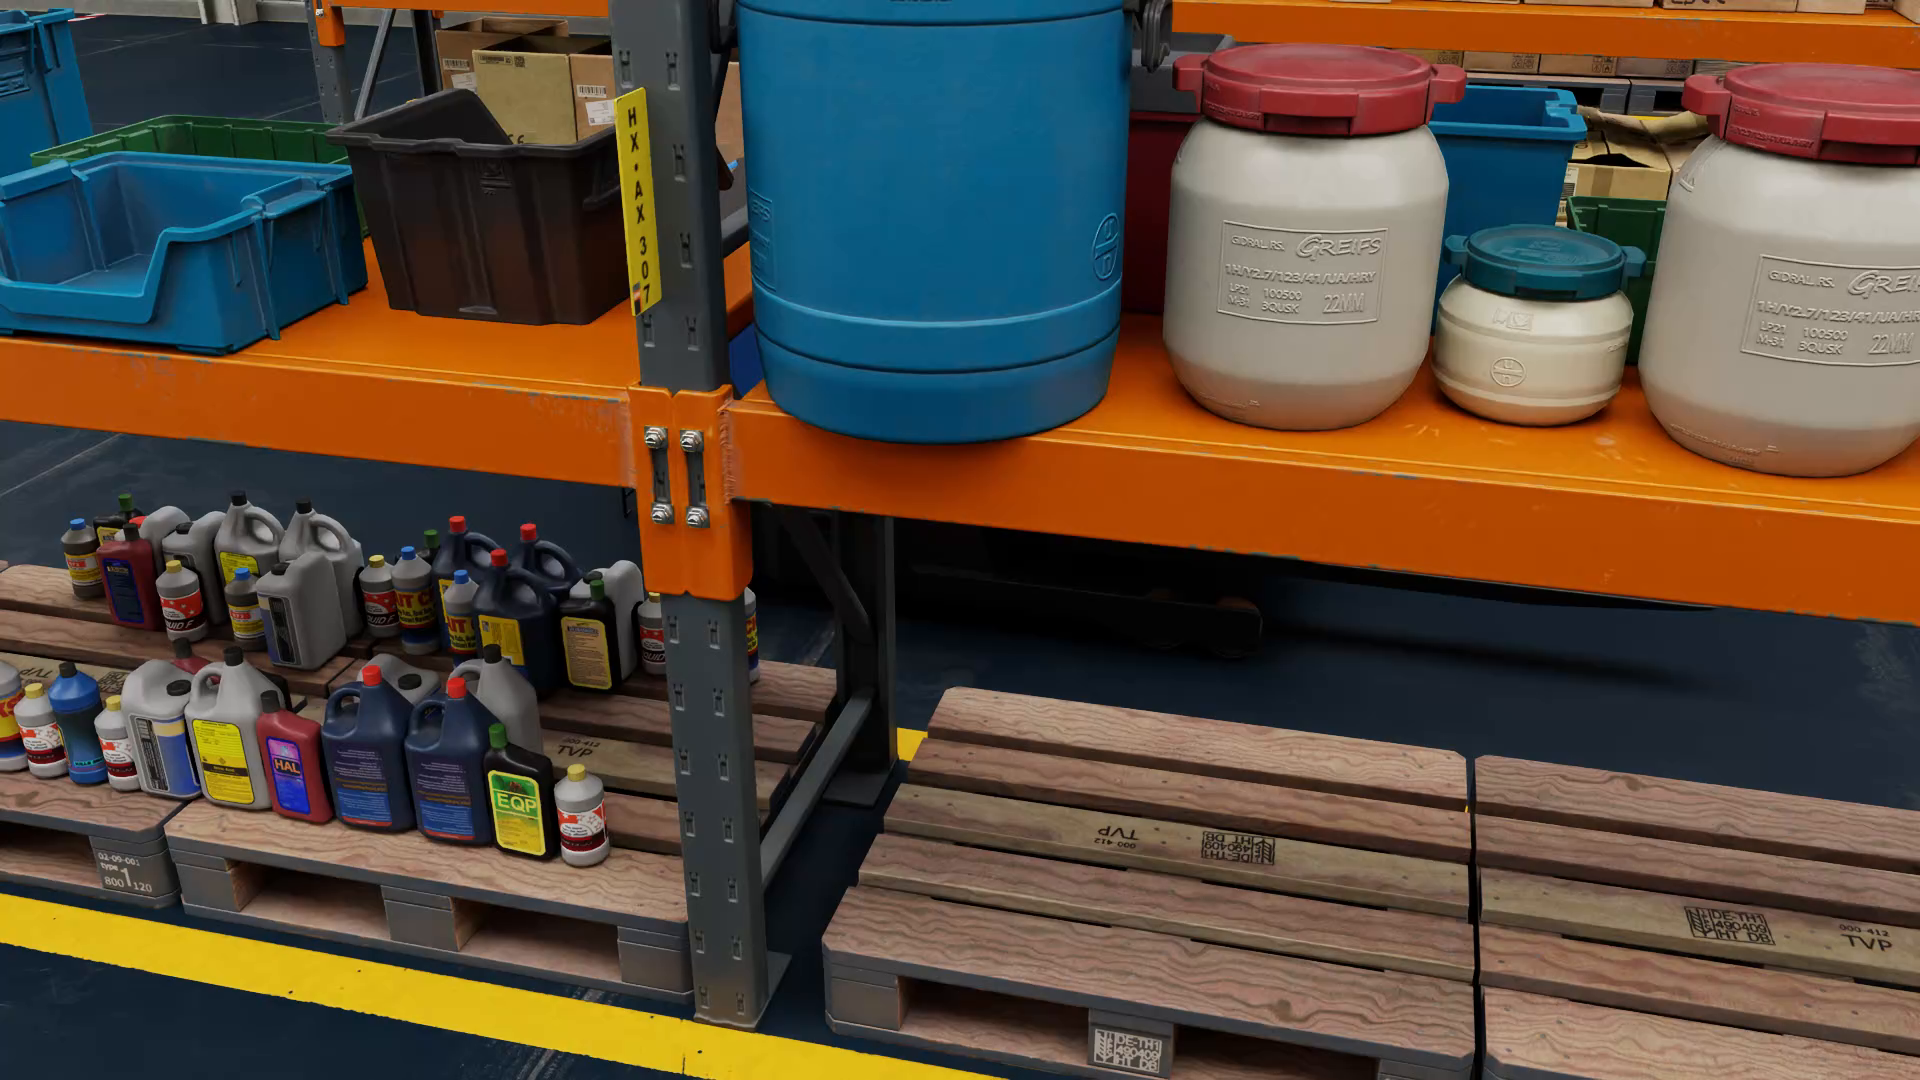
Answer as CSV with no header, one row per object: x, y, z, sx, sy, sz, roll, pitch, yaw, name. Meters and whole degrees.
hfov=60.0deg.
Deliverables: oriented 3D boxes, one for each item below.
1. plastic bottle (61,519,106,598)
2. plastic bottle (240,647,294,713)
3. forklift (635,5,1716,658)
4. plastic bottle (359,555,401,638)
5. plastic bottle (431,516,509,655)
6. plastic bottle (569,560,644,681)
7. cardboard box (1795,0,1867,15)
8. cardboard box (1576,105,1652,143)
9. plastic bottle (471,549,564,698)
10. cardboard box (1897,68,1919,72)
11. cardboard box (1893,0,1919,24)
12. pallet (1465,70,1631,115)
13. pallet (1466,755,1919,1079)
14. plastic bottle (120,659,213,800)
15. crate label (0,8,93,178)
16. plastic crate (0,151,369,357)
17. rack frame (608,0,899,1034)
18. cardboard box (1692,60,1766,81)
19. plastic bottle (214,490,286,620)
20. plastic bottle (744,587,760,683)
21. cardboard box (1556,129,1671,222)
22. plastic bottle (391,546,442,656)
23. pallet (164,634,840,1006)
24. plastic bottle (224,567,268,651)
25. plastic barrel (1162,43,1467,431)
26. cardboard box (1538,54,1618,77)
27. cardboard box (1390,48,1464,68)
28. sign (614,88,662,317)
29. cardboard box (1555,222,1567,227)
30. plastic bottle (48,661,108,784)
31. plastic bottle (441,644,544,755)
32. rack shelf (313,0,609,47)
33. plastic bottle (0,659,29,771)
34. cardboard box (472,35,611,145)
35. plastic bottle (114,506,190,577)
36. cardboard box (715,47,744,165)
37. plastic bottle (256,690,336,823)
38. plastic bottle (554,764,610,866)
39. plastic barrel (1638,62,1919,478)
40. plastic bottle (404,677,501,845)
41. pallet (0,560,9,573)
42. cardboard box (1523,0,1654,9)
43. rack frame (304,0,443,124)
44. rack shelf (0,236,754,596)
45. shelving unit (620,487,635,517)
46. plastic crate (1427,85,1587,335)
-2.322,0.042,4.417,0.097,0.201,0.097,0,25,0,plastic bottle
-1.529,0.369,3.633,0.133,0.283,0.061,6,26,13,plastic bottle
0.609,-1.253,4.471,3.031,2.935,1.130,7,26,14,forklift
-1.465,0.136,4.218,0.097,0.201,0.097,0,25,0,plastic bottle
-1.197,0.109,4.102,0.185,0.351,0.144,5,26,11,plastic bottle
-0.855,0.182,4.035,0.135,0.276,0.152,7,26,15,plastic bottle
3.526,-2.242,6.763,0.250,0.149,0.380,8,27,17,cardboard box
2.839,-1.785,7.568,0.500,0.311,0.500,6,26,12,cardboard box
-1.050,0.189,3.933,0.185,0.351,0.144,6,26,13,plastic bottle
6.685,-3.391,10.895,0.750,0.750,0.750,6,26,12,cardboard box
3.836,-2.110,6.486,0.250,0.149,0.380,6,26,13,cardboard box
4.071,-3.262,11.856,1.213,0.211,1.003,6,26,13,pallet
1.620,0.848,3.224,1.213,0.211,1.003,6,26,13,pallet
-1.686,0.399,3.579,0.135,0.276,0.152,7,26,14,plastic bottle
-2.360,-0.969,3.754,0.616,0.435,0.502,6,26,13,crate label
-1.475,-0.547,3.083,0.616,0.251,0.499,6,26,13,plastic crate
-0.336,-0.609,3.040,0.127,3.000,1.000,6,26,13,rack frame
5.295,-3.431,11.363,0.500,0.500,0.700,7,26,14,cardboard box
-1.789,0.043,4.239,0.185,0.351,0.144,7,26,15,plastic bottle
-0.535,0.208,3.987,0.097,0.271,0.097,0,25,0,plastic bottle
2.729,-1.560,7.095,0.500,0.311,0.500,7,26,14,cardboard box
-1.349,0.145,4.119,0.097,0.271,0.097,0,25,0,plastic bottle
-0.976,0.561,3.827,1.213,0.211,1.003,6,26,13,pallet
-1.776,0.166,4.156,0.097,0.201,0.097,0,25,0,plastic bottle
0.536,-0.477,2.604,0.433,0.535,0.433,0,25,0,plastic barrel
4.337,-3.576,11.667,0.500,0.500,0.700,6,26,13,cardboard box
3.362,-3.697,11.923,0.500,0.500,0.700,6,26,12,cardboard box
-0.483,-0.506,2.502,0.005,0.325,0.100,6,26,13,sign
2.720,-1.308,7.219,0.500,0.250,0.500,7,26,14,cardboard box
-1.906,0.389,3.606,0.097,0.271,0.097,0,25,0,plastic bottle
-0.995,0.379,3.534,0.185,0.351,0.144,6,26,13,plastic bottle
-1.035,-2.560,7.975,4.000,0.370,1.077,6,26,13,rack shelf
-2.102,0.367,3.651,0.097,0.271,0.097,0,25,0,plastic bottle
-2.024,-2.183,8.184,0.500,0.500,0.500,6,26,13,cardboard box
-2.084,0.046,4.320,0.135,0.276,0.152,7,26,13,plastic bottle
-1.056,-2.074,7.955,0.500,0.500,0.500,6,26,13,cardboard box
-1.385,0.449,3.465,0.133,0.283,0.061,8,27,16,plastic bottle
-0.765,0.547,3.356,0.097,0.201,0.097,0,25,0,plastic bottle
1.247,-0.398,2.439,0.433,0.535,0.433,0,25,0,plastic barrel
-1.031,0.439,3.408,0.185,0.351,0.144,6,26,12,plastic bottle
-3.339,0.299,4.375,1.213,0.211,1.003,6,26,13,pallet
2.637,-2.517,6.931,0.500,0.500,0.500,6,26,13,cardboard box
-2.972,-3.099,8.270,0.127,3.000,1.000,6,26,13,rack frame
-2.273,-0.498,3.644,4.000,0.370,1.077,6,26,13,rack shelf
-0.963,-0.519,5.292,0.210,0.900,0.258,7,26,14,shelving unit
0.810,-0.613,3.067,0.575,0.384,0.392,6,26,13,plastic crate
